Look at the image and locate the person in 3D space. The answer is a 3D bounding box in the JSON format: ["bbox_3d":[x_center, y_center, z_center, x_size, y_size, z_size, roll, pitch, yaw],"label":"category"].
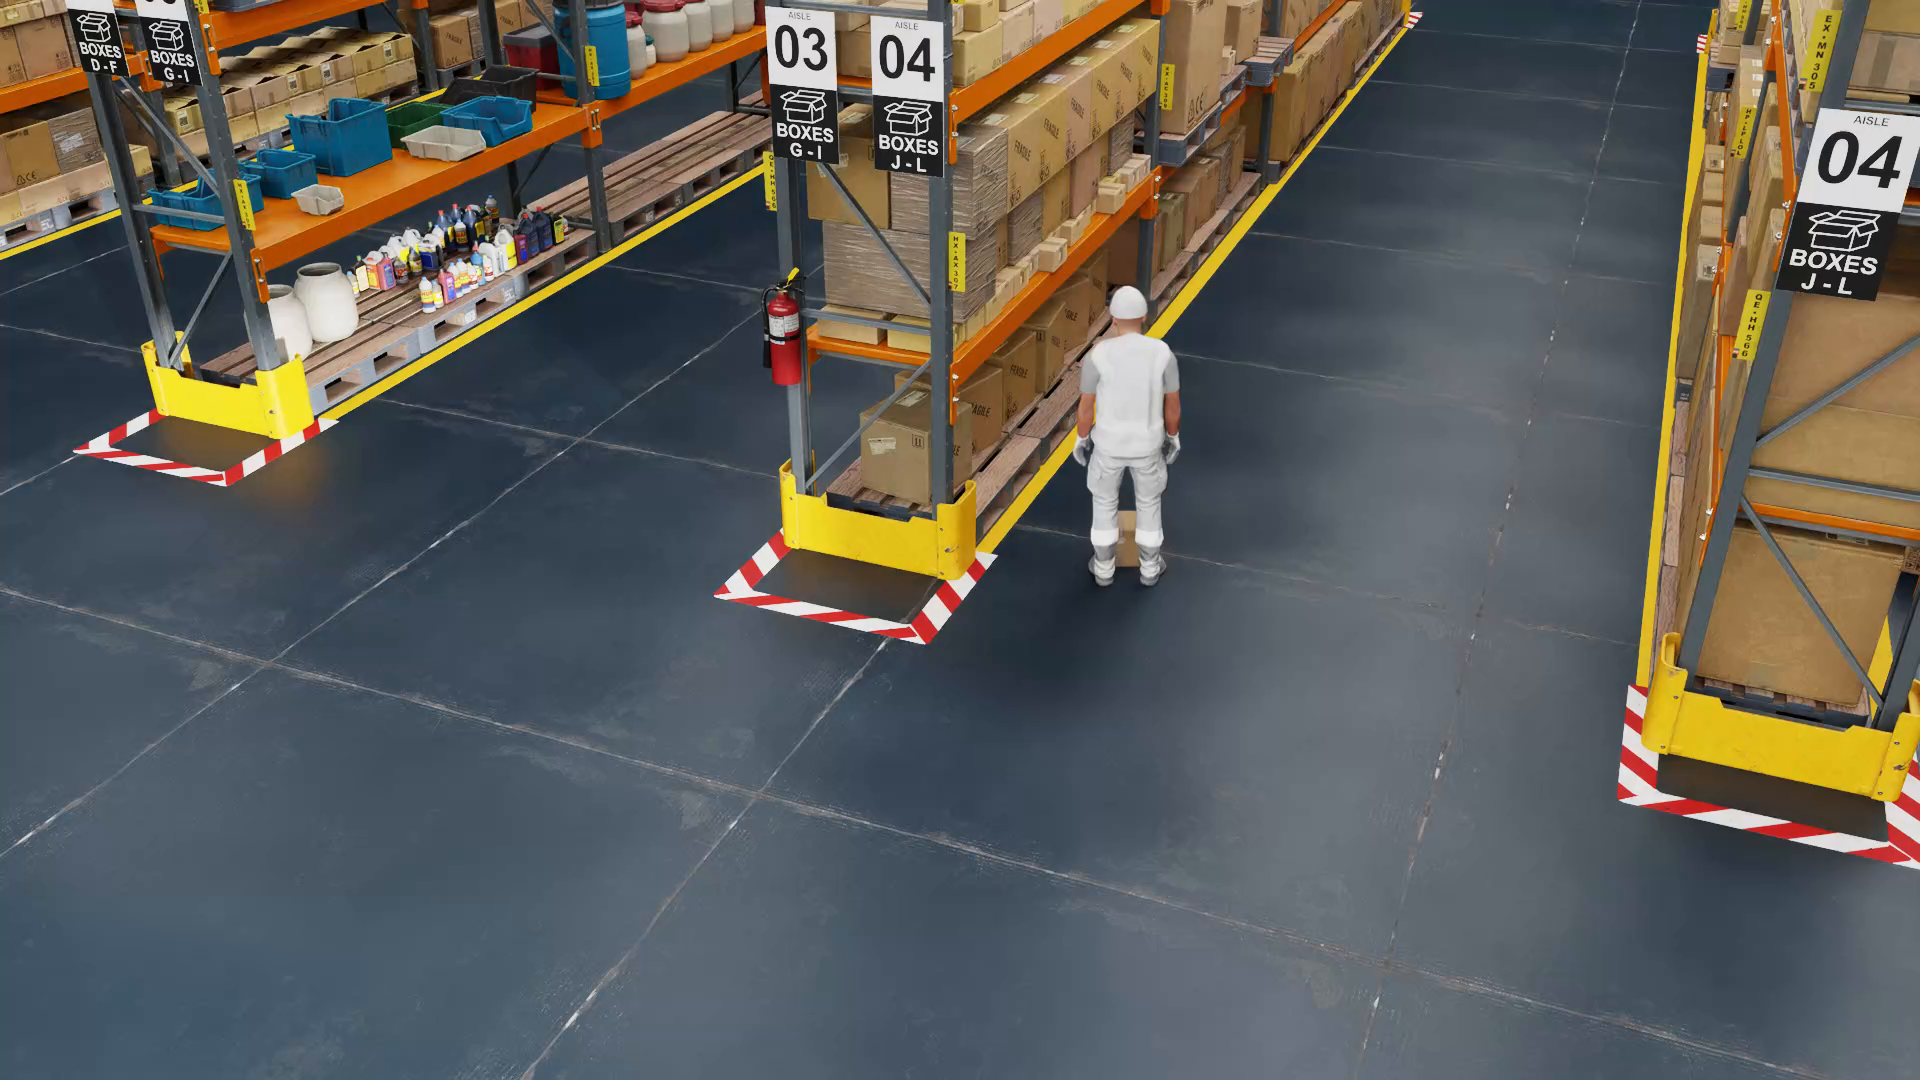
[{"bbox_3d":[0.943,-0.561,9.385,0.608,1.777,0.453,0,29,0],"label":"person"}]
